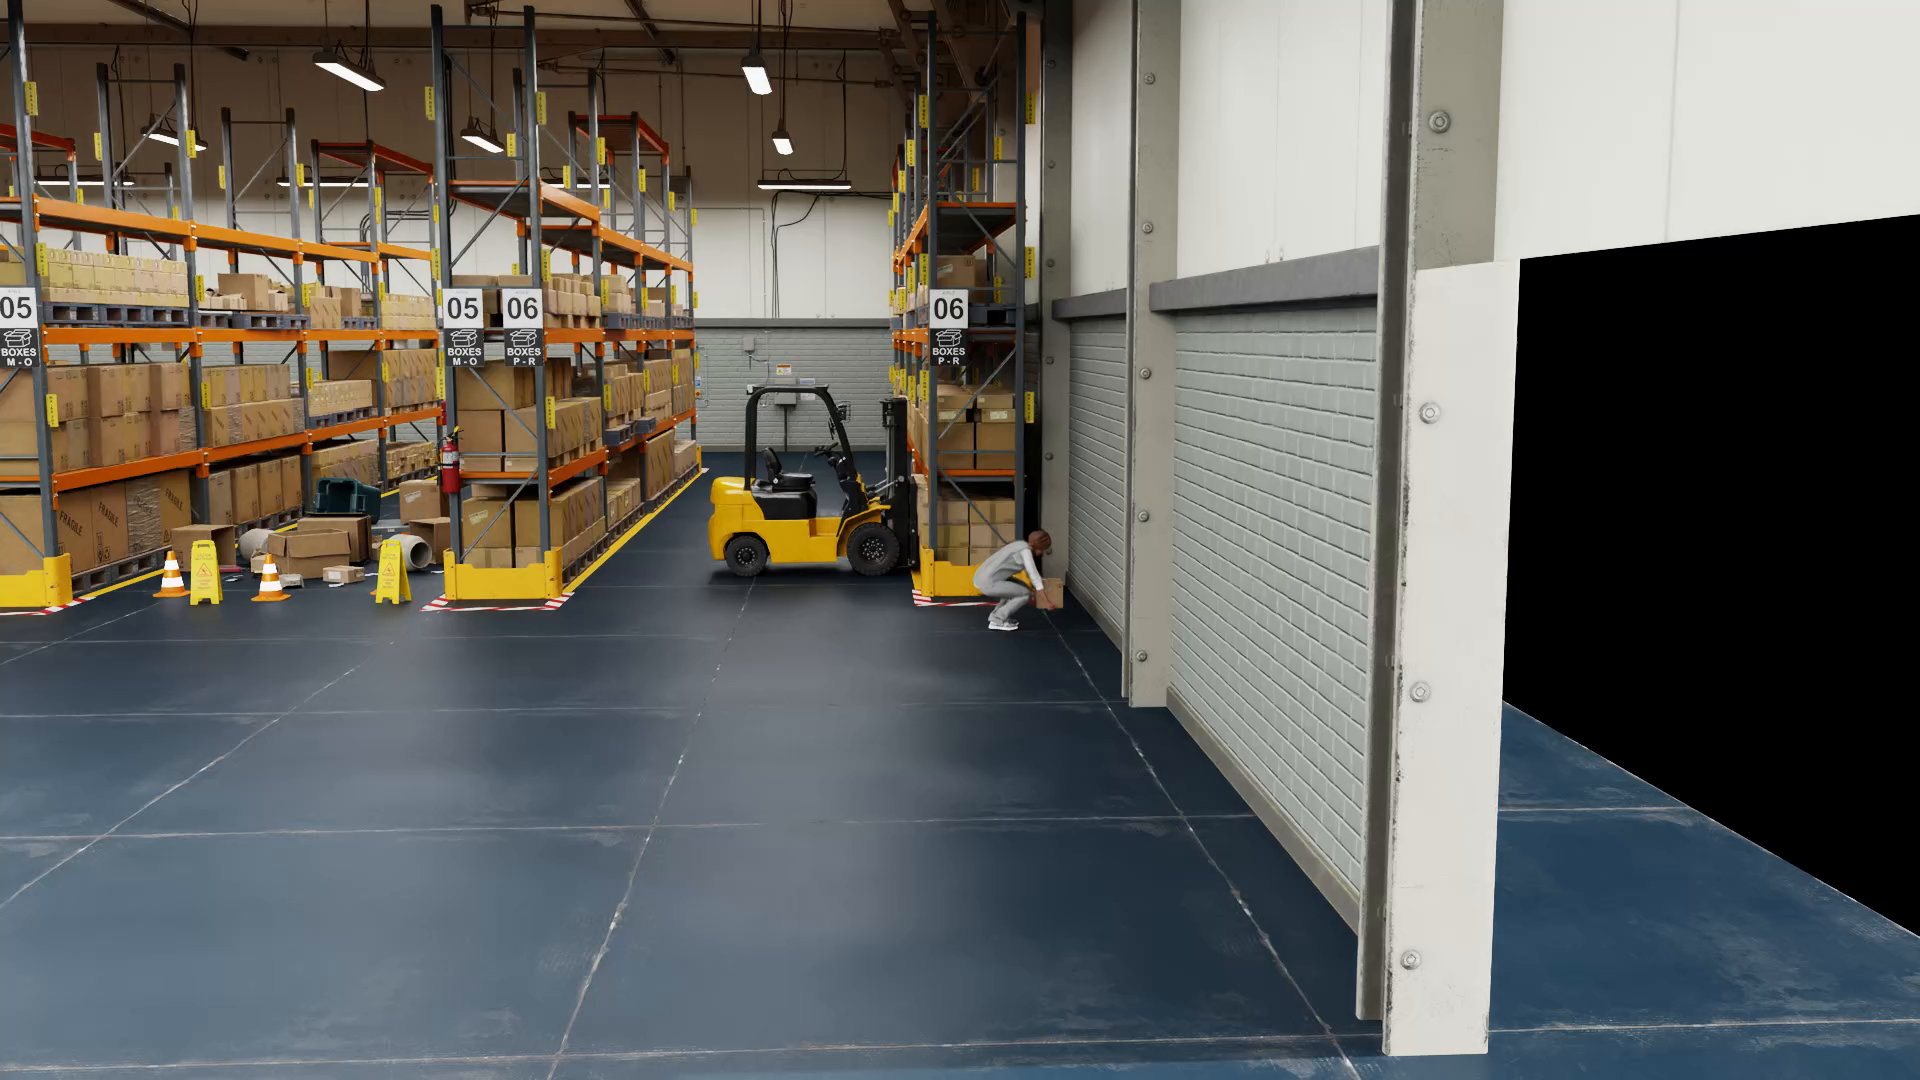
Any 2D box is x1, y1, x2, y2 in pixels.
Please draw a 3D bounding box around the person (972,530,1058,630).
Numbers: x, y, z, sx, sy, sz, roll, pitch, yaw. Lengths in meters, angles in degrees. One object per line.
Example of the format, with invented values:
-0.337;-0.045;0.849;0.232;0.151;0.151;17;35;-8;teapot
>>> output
0.511;0.381;15.572;0.802;0.906;0.423;-1;7;-5;person
